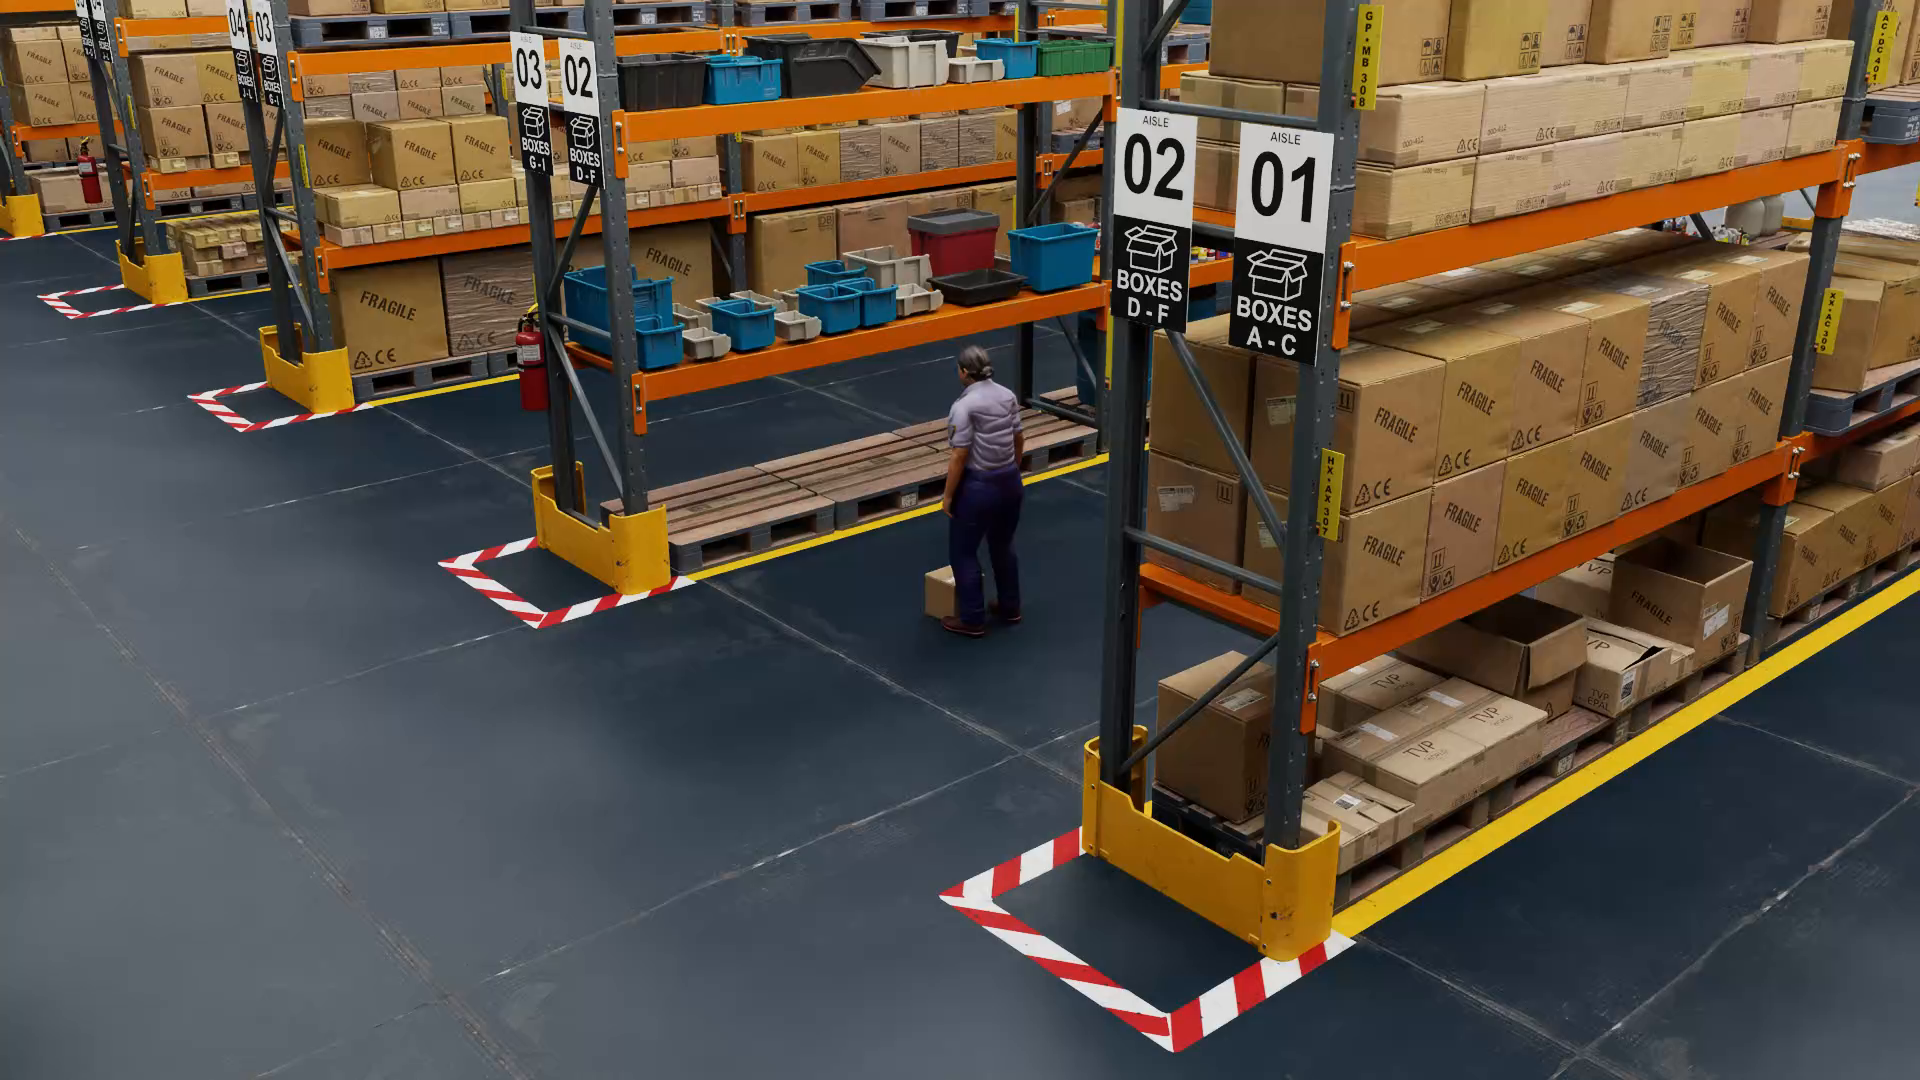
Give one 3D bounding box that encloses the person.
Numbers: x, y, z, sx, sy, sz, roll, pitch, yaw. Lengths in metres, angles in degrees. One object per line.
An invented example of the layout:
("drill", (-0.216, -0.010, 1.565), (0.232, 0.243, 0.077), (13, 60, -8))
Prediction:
("person", (0.137, -0.271, 9.313), (0.539, 1.638, 0.370), (-17, 27, -37))
